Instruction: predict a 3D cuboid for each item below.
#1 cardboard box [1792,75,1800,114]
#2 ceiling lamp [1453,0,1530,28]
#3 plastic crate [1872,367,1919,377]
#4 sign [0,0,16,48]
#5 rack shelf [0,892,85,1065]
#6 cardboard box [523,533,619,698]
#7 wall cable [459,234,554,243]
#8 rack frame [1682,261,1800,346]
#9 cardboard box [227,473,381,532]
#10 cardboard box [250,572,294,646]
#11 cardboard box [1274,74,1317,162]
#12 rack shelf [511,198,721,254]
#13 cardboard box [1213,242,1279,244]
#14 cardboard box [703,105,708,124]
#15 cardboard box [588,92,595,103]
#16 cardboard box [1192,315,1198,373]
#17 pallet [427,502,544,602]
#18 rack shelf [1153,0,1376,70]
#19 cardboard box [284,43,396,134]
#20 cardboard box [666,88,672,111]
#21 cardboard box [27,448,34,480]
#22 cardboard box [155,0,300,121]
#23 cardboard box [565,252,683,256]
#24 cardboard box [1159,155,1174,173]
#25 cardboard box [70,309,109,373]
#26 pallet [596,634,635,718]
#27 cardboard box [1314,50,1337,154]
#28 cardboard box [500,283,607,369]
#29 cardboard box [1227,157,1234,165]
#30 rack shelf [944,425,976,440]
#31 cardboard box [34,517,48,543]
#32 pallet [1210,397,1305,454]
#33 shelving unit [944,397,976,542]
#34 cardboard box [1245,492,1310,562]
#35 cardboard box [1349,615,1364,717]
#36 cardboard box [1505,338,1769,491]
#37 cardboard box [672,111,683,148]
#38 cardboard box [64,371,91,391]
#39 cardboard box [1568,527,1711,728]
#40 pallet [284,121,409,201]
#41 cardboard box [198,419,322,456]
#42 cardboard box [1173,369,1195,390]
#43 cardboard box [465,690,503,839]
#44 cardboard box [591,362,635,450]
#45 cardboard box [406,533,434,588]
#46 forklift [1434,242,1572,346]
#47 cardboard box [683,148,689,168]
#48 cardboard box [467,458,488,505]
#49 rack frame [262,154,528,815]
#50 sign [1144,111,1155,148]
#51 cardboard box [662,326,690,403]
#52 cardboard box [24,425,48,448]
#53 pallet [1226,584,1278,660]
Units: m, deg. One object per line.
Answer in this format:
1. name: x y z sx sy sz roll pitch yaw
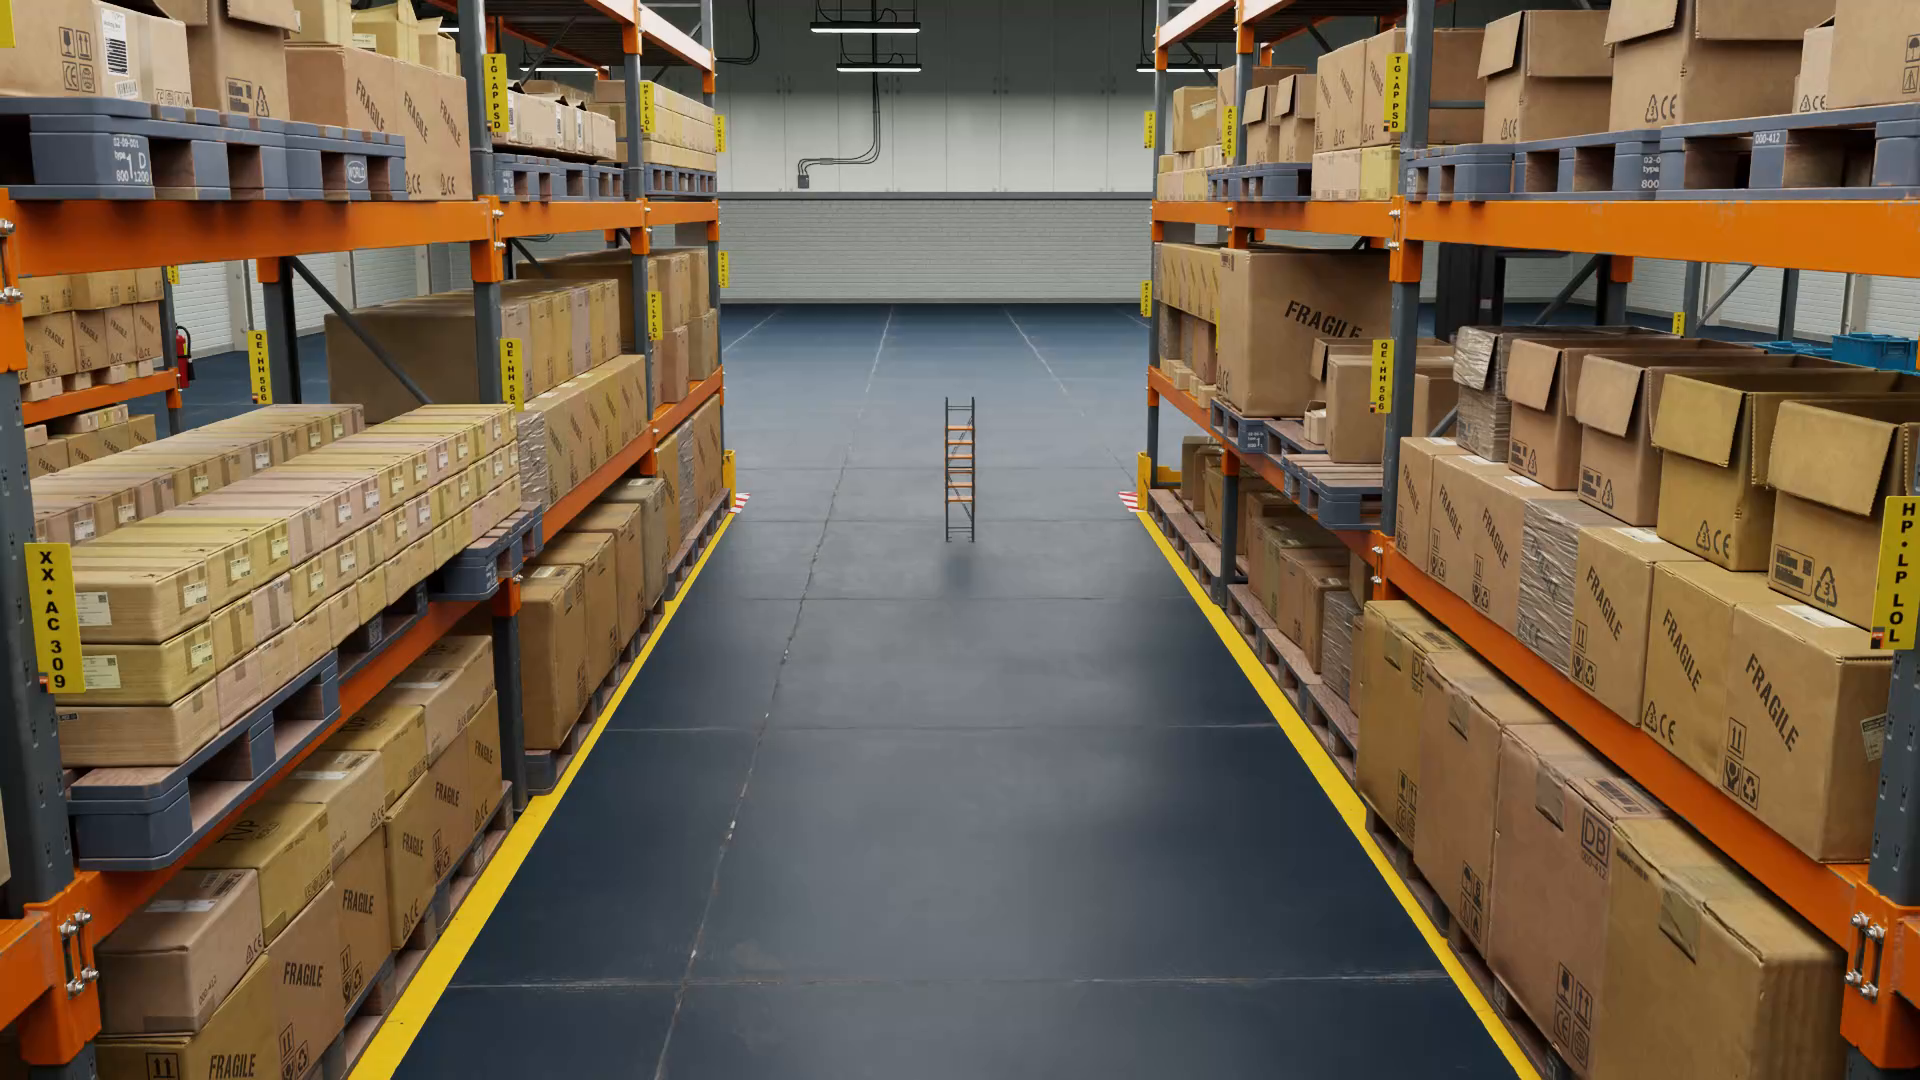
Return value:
1. cardboard box: 2.620 -1.255 4.733 0.380 0.149 0.250 -1 11 -3
2. ceiling lamp: 12.490 -12.693 39.308 2.000 3.185 0.800 0 11 -1
3. plastic crate: 6.993 -1.162 12.619 0.499 0.251 0.616 0 11 -1
4. sign: -1.918 -1.133 3.254 0.100 0.325 0.005 0 11 -1
5. rack shelf: -2.419 1.345 1.697 1.077 0.370 4.000 0 11 -1
6. cardboard box: -2.487 0.401 9.141 1.050 0.750 0.750 0 11 0
7. wall cable: -12.863 -9.560 46.359 3.097 2.526 0.112 0 11 -1
8. rack frame: 7.205 -1.812 15.445 1.000 3.000 0.127 0 11 -1
9. cardboard box: -2.036 -0.117 5.171 0.380 0.149 0.250 0 11 1
10. cardboard box: -2.021 0.183 4.441 0.380 0.149 0.250 0 11 0
11. cardboard box: 2.267 -2.441 9.689 0.797 0.503 0.637 0 11 1
12. rack shelf: -2.667 -2.511 13.156 1.077 0.370 4.000 0 11 -1
13. cardboard box: 2.511 -2.368 14.671 0.500 0.500 0.500 0 11 -1
14. cardboard box: -2.353 -3.617 14.120 0.380 0.149 0.250 0 11 0
15. cardboard box: -2.977 -3.311 12.608 0.380 0.149 0.250 0 11 -2
16. cardboard box: 2.333 -1.579 13.297 0.875 0.500 0.500 0 11 -1
17. pallet: -2.421 0.035 6.827 1.213 0.211 1.003 0 11 -1
18. rack shelf: 2.294 -3.980 12.860 1.077 0.370 4.000 0 11 -1
19. cardboard box: -2.247 -1.409 5.662 0.500 0.500 0.500 0 11 -1
20. cardboard box: -2.310 -3.214 12.130 0.380 0.149 0.250 0 11 -2
21. cardboard box: -7.337 -0.406 12.489 0.500 0.500 0.500 0 11 1
22. cardboard box: -2.361 -1.440 4.751 0.797 0.503 0.637 0 11 -2
23. cardboard box: -2.760 -2.099 13.768 0.875 0.550 0.550 0 11 -1
24. cardboard box: 1.936 -3.276 14.491 0.380 0.149 0.250 0 11 0
25. cardboard box: -7.356 -1.640 13.597 0.500 0.500 0.500 0 11 -1
26. pallet: -2.506 0.767 9.748 1.003 0.211 1.213 0 11 -1
27. cardboard box: 2.142 -2.259 8.598 0.500 0.500 0.500 0 11 0
28. cardboard box: -2.597 -1.334 10.324 0.700 0.500 0.500 0 11 -2
29. cardboard box: 2.040 -2.652 11.415 0.380 0.149 0.250 0 11 1
30. rack shelf: 0.000 -0.900 13.891 0.258 0.103 0.180 0 11 -1
31. cardboard box: -2.673 0.036 4.415 0.380 0.149 0.250 -1 11 -3
32. pallet: 2.206 -0.750 10.692 1.003 0.211 1.213 0 11 -1
33. shelving unit: 0.000 -0.591 13.954 0.258 1.200 0.189 0 11 -1
34. cardboard box: 2.367 -0.057 12.024 0.500 0.500 0.500 -1 11 -3
35. cardboard box: 2.385 0.675 8.366 0.700 0.500 0.500 -1 11 -4
36. cardboard box: 2.428 -0.467 6.041 0.797 0.503 0.637 0 11 0
37. cardboard box: -2.378 -3.092 12.532 0.500 0.250 0.500 0 11 -2
38. cardboard box: -7.337 -1.300 13.555 0.380 0.149 0.250 0 11 -2
39. cardboard box: 2.197 0.251 5.026 0.500 0.500 0.500 0 11 -2
40. pallet: -2.391 -1.113 4.929 1.213 0.211 1.003 0 11 -1
41. cardboard box: -2.718 -0.380 6.468 0.380 0.149 0.250 0 11 -1
42. cardboard box: 1.955 -1.312 13.613 0.380 0.149 0.250 0 11 -1
43. cardboard box: -2.268 0.948 7.071 0.500 0.500 0.500 0 11 -1
44. cardboard box: -2.337 -0.842 10.413 0.500 0.500 0.500 0 11 -2
45. cardboard box: -2.052 0.068 5.756 0.380 0.149 0.250 0 11 1
46. forklift: 5.139 -1.751 15.319 3.031 2.935 1.130 5 12 22
47. cardboard box: -2.324 -2.974 12.952 0.380 0.149 0.250 0 11 0
48. cardboard box: -2.062 -0.228 6.464 0.380 0.149 0.250 0 11 0
49. rack frame: -2.543 -0.201 7.504 1.000 3.000 0.127 0 11 -1
50. sign: 1.711 -3.687 14.948 0.100 0.325 0.005 0 11 -1
51. cardboard box: -2.572 -1.360 12.840 0.875 0.550 0.550 0 11 -1
52. cardboard box: -7.278 -0.798 12.791 0.380 0.149 0.250 0 11 2
53. pallet: 2.353 0.525 10.939 1.003 0.211 1.213 0 11 -1
